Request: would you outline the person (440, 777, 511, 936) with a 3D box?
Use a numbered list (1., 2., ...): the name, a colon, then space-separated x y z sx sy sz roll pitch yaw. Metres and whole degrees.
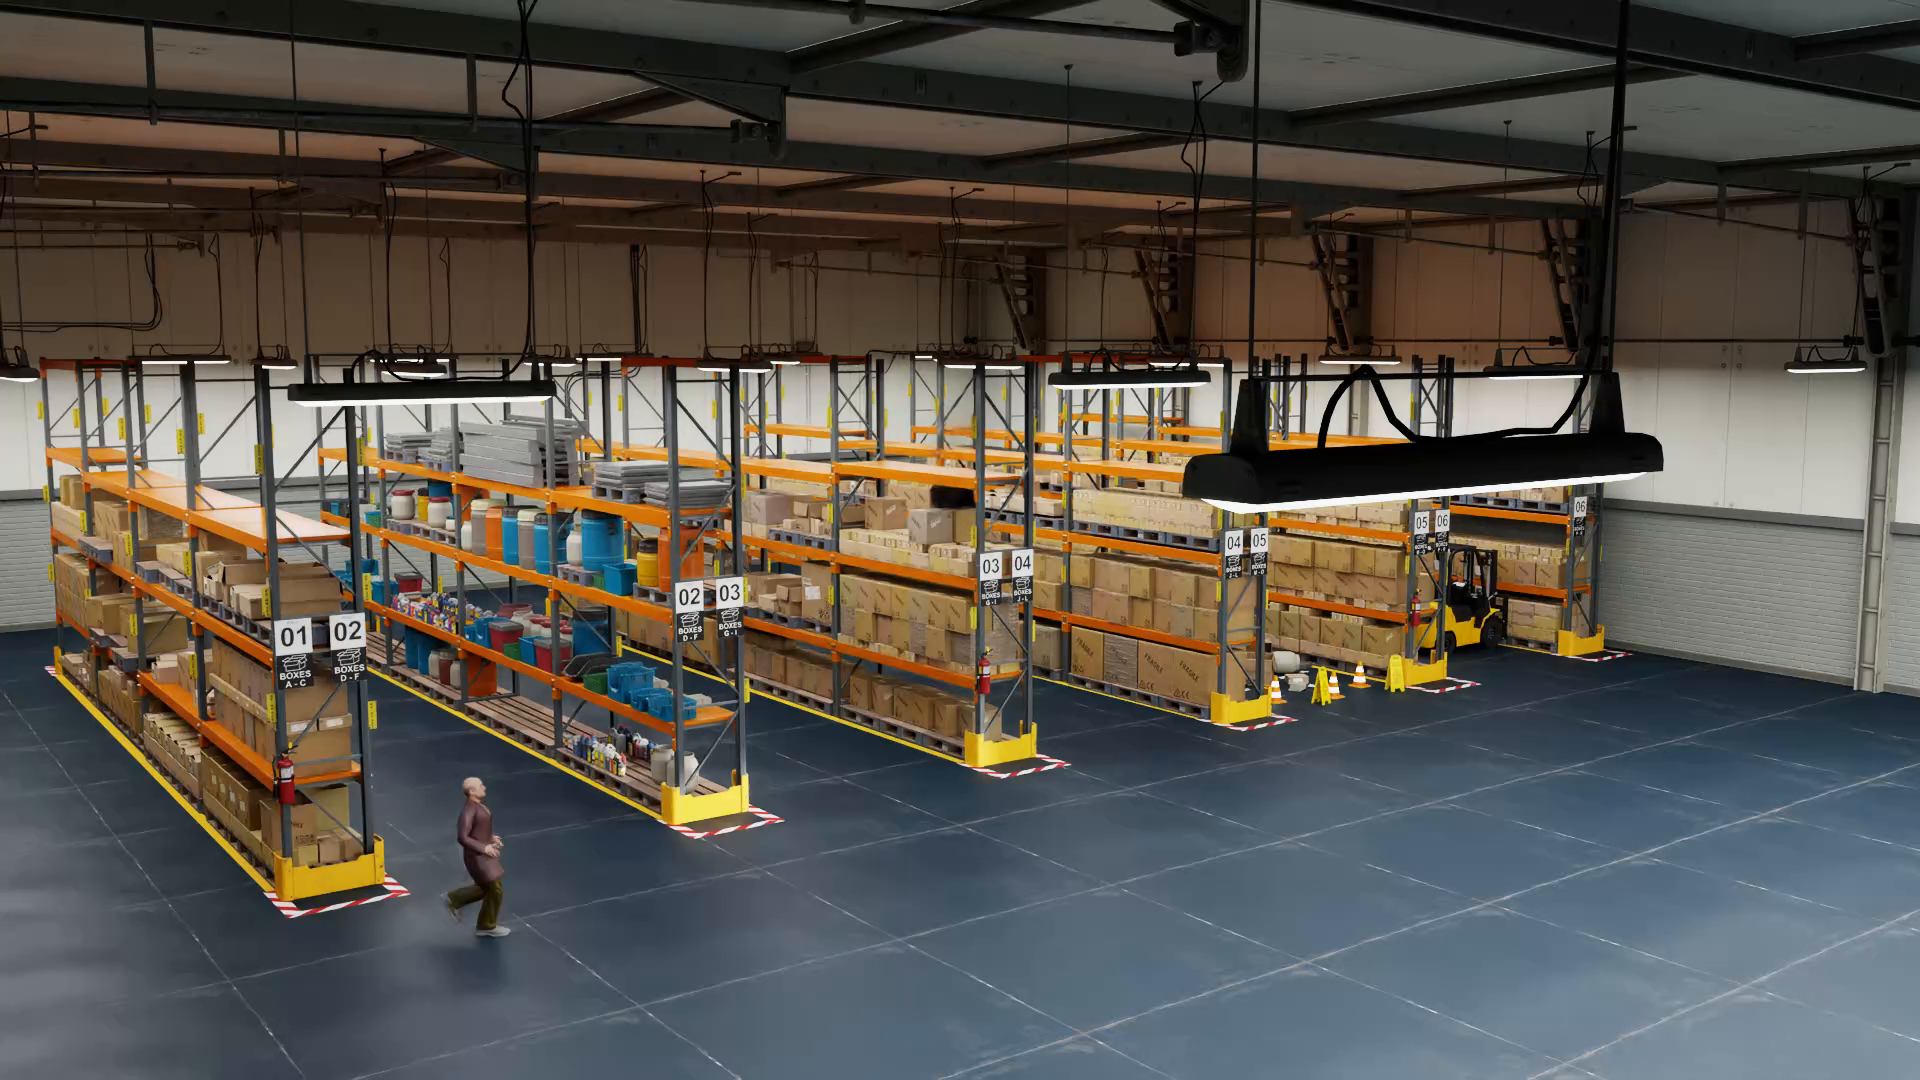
1. person: -5.163 3.370 17.633 0.720 1.743 0.712 -1 7 -12
